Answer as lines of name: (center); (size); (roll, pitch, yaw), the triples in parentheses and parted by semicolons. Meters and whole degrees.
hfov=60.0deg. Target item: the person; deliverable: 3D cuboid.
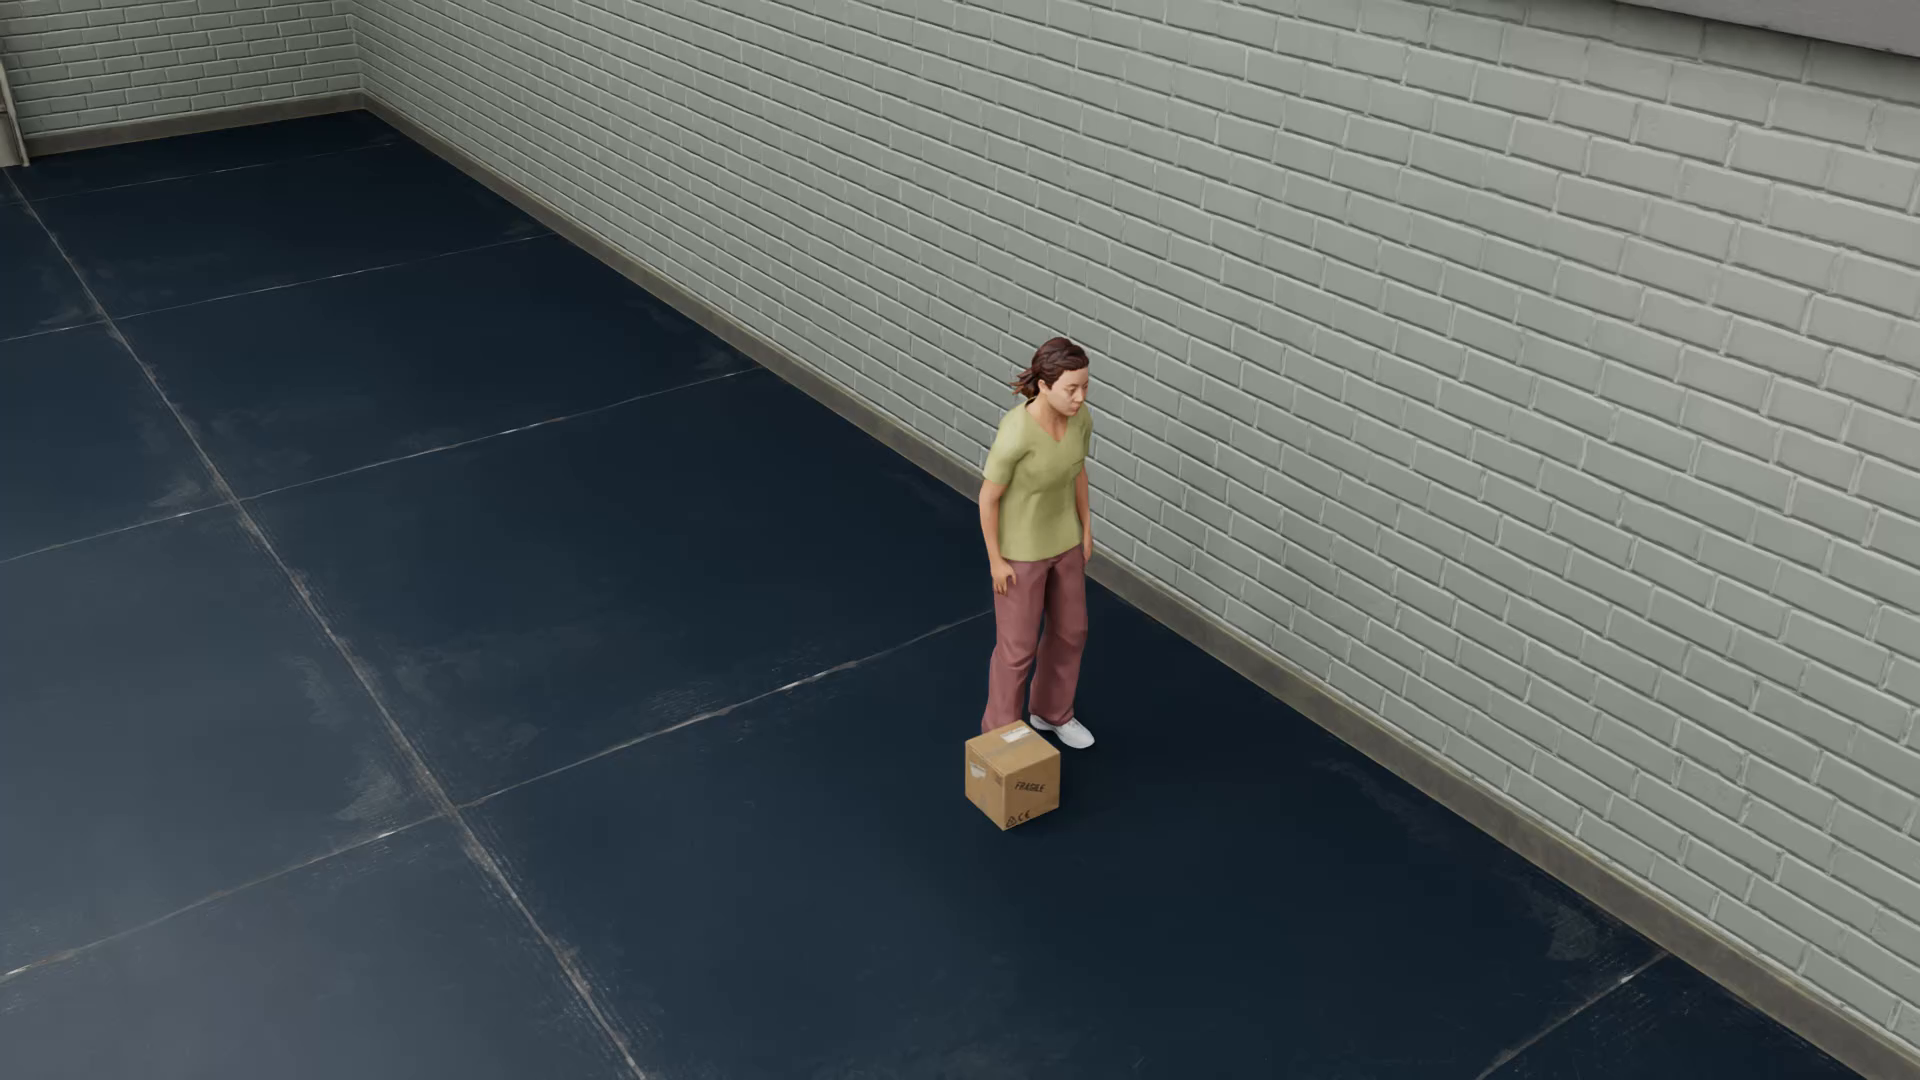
person: (0.300, 0.045, 6.043); (0.499, 1.672, 0.360); (-20, 35, -32)
